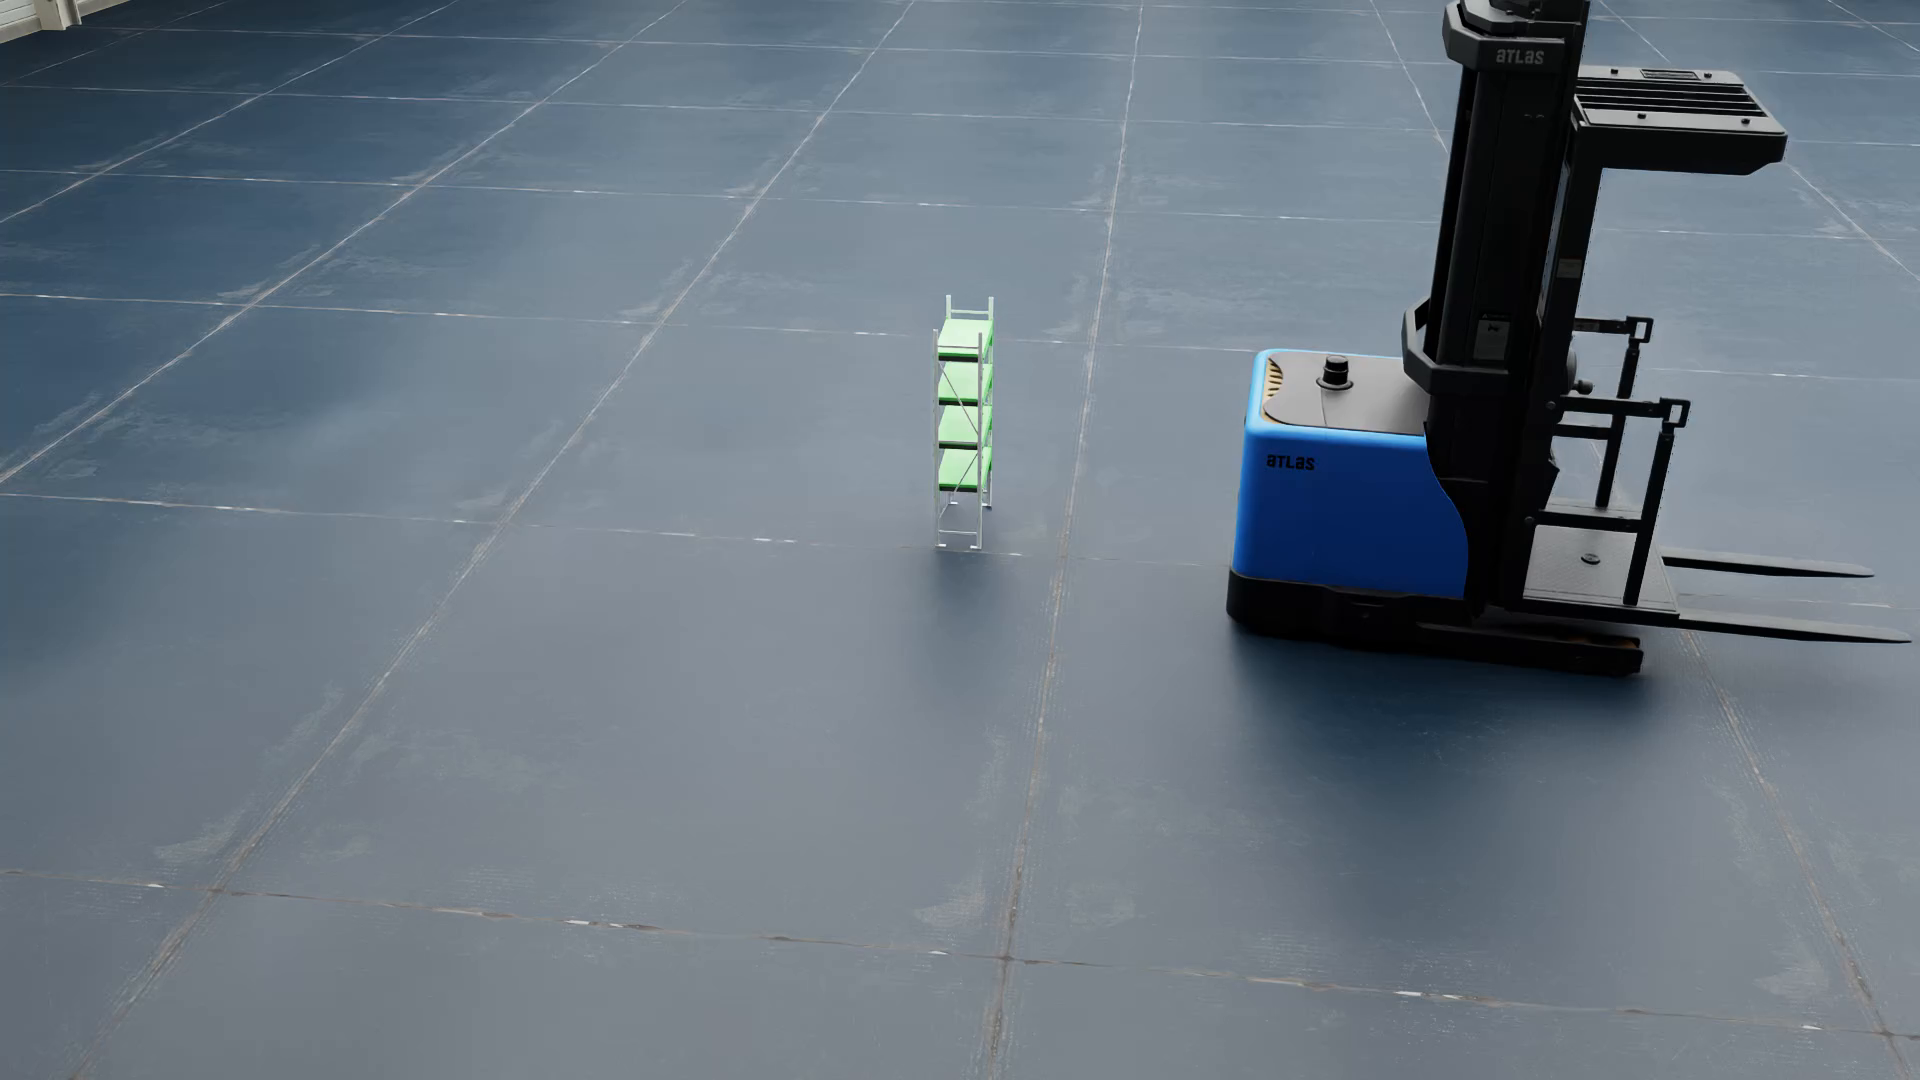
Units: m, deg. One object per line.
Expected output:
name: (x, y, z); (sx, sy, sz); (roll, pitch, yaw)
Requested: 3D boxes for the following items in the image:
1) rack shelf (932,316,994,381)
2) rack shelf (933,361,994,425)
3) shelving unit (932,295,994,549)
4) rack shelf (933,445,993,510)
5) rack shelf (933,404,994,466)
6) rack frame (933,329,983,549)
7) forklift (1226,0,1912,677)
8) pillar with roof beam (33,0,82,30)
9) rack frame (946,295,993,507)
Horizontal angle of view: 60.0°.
rack shelf: (0.020, -0.972, 8.413); (0.258, 0.148, 0.480); (3, 28, 6)
rack shelf: (0.020, -0.761, 8.527); (0.258, 0.148, 0.480); (3, 28, 6)
shelving unit: (0.020, -0.606, 8.610); (0.258, 1.200, 0.503); (3, 28, 6)
rack shelf: (0.020, -0.339, 8.754); (0.258, 0.148, 0.480); (3, 28, 6)
rack shelf: (0.020, -0.550, 8.640); (0.258, 0.148, 0.480); (3, 28, 6)
rack frame: (-0.010, -0.491, 8.397); (0.240, 1.200, 0.015); (3, 28, 6)
forklift: (2.846, -0.943, 7.410); (3.031, 2.935, 1.130); (6, 29, 10)
pillar with roof beam: (-6.805, -10.037, 17.893); (9.100, 9.000, 0.400); (3, 28, 6)
rack frame: (0.050, -0.721, 8.823); (0.240, 1.200, 0.015); (3, 28, 6)
